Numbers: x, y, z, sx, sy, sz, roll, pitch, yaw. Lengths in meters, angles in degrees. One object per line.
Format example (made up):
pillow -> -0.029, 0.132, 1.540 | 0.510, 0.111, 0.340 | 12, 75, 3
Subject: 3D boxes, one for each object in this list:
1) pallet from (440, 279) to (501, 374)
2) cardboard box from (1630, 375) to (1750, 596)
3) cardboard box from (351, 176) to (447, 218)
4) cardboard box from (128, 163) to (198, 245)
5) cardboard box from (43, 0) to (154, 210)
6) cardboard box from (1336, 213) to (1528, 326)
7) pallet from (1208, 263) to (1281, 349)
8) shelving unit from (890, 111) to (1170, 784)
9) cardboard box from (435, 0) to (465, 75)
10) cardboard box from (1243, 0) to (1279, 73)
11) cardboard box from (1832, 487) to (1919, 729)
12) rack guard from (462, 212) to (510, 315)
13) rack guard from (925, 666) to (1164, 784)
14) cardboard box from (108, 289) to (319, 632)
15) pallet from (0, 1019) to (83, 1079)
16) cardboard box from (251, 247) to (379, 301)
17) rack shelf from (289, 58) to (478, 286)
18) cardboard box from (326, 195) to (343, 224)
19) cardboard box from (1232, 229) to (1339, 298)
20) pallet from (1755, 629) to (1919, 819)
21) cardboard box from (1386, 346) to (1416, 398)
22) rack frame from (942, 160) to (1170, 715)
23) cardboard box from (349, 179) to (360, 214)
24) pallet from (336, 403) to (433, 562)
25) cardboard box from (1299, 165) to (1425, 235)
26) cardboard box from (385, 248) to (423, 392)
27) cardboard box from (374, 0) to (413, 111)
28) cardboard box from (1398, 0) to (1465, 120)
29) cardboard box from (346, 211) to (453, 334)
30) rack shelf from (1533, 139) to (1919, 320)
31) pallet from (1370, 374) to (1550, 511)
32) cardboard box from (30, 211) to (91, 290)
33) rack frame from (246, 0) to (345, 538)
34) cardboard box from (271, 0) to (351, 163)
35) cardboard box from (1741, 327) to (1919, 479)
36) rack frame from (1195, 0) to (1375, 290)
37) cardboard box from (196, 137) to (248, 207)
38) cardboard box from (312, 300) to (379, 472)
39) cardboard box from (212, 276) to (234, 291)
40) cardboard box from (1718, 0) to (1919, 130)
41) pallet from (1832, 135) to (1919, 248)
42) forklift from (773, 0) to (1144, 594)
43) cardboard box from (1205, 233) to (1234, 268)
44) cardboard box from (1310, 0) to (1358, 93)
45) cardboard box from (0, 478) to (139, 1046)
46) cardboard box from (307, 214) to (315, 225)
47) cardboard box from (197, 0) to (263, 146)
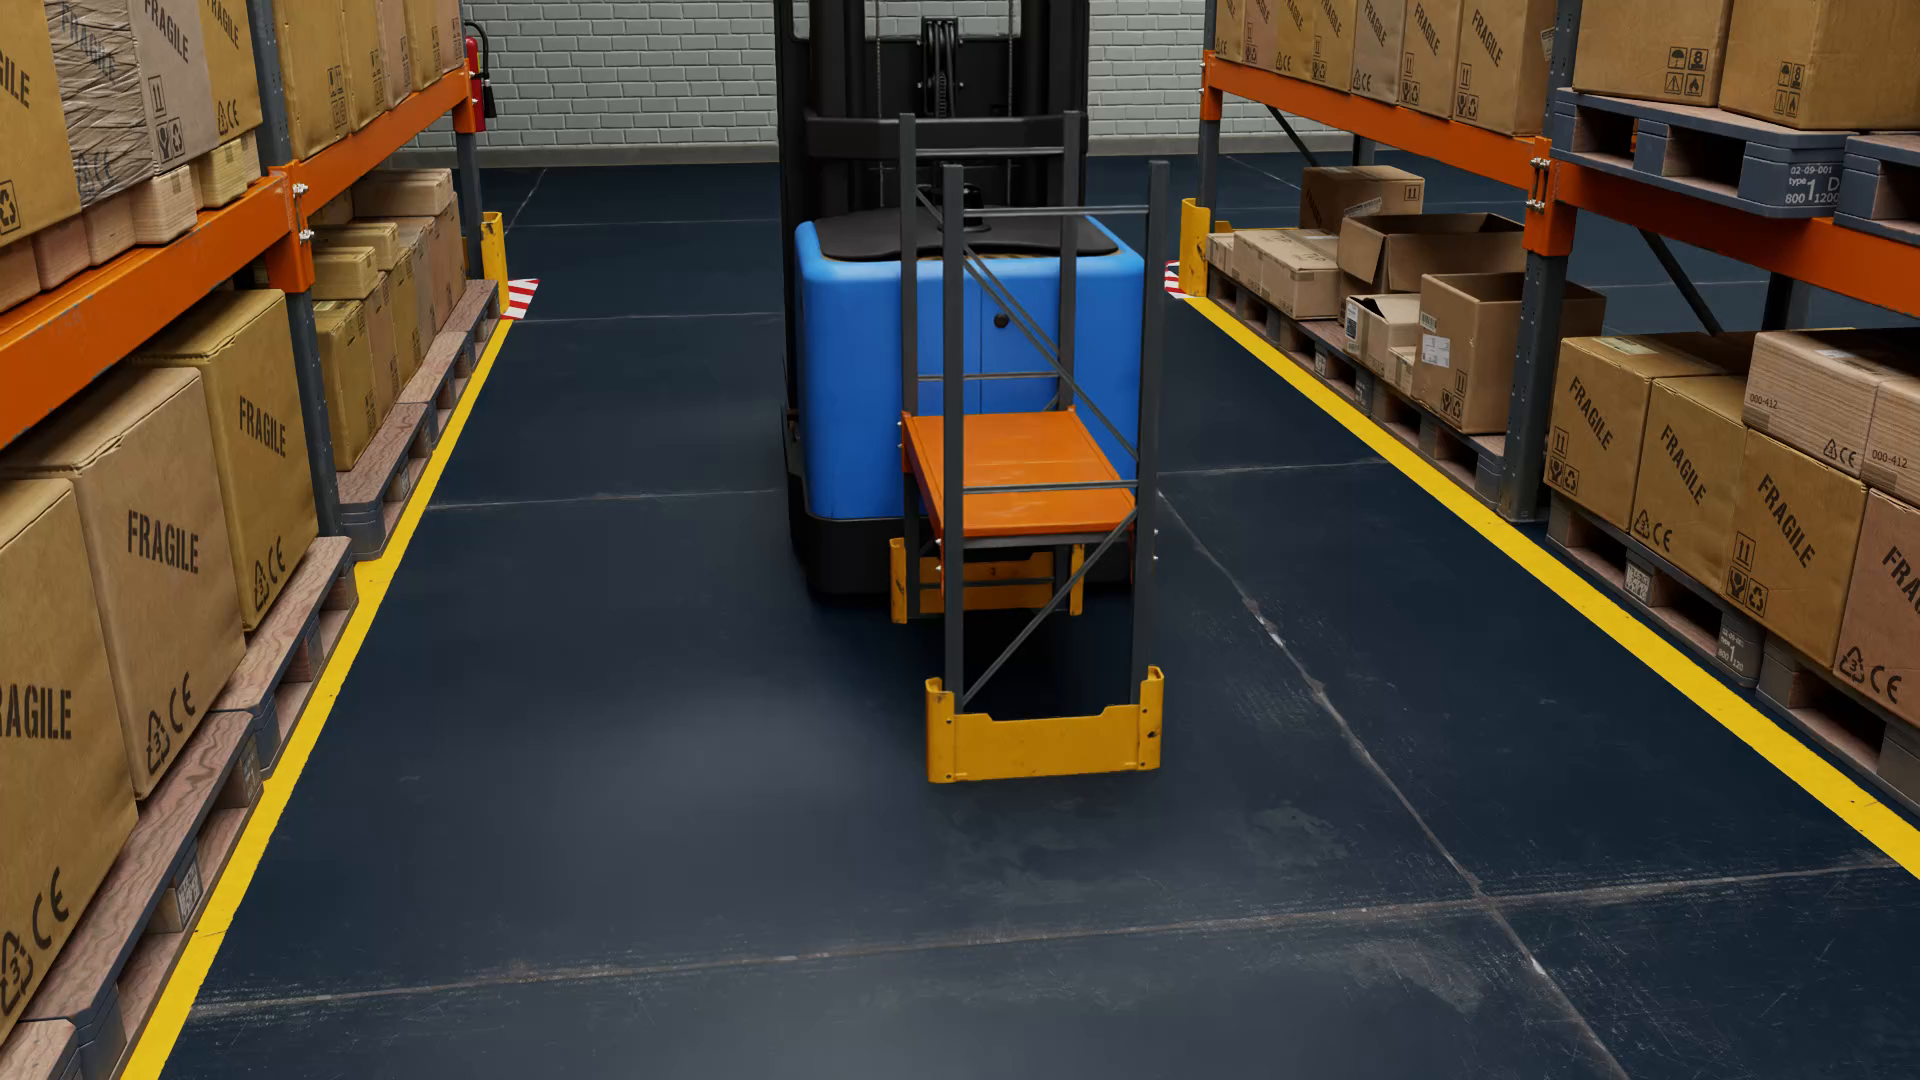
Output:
pallet -> -2.861, -1.057, 8.244 | 1.003, 0.211, 1.213 | -3, 21, -8
cardboard box -> 2.341, -0.173, 4.837 | 0.500, 0.500, 0.500 | -3, 21, -7
cardboard box -> -2.617, -1.605, 7.770 | 0.380, 0.149, 0.250 | -2, 21, -6
cardboard box -> -1.999, -0.773, 3.830 | 0.380, 0.149, 0.250 | -3, 21, -8
cardboard box -> -2.013, -0.949, 3.373 | 0.500, 0.500, 0.500 | -3, 21, -8
cardboard box -> 2.149, -1.189, 7.552 | 0.797, 0.503, 0.637 | -3, 21, -8
pallet -> 1.975, -1.278, 8.838 | 1.003, 0.211, 1.213 | -3, 21, -8
shelving unit -> 0.146, -0.300, 4.376 | 0.587, 1.500, 1.083 | -3, 21, -7
cardboard box -> -2.970, -2.600, 7.963 | 0.980, 0.700, 0.700 | -2, 21, -5
cardboard box -> 1.731, -2.589, 8.217 | 0.500, 0.500, 0.500 | -3, 21, -8
cardboard box -> 2.478, 0.175, 3.904 | 0.500, 0.500, 0.500 | -4, 21, -10
rack guard -> -3.057, -1.473, 8.946 | 1.175, 0.500, 0.348 | -3, 21, -8
rack guard -> 0.209, 0.458, 4.132 | 0.587, 0.250, 0.087 | -3, 21, -7
cardboard box -> -2.254, -0.222, 4.496 | 0.750, 0.750, 0.750 | -3, 21, -7
pallet -> -1.939, 1.163, 2.299 | 1.003, 0.211, 1.213 | -3, 21, -8
cardboard box -> -2.352, -0.973, 6.078 | 0.380, 0.149, 0.250 | -2, 21, -6
rack shelf -> -2.765, -1.606, 6.758 | 1.077, 0.370, 4.000 | -3, 21, -8
cardboard box -> -2.922, -1.411, 7.253 | 0.380, 0.149, 0.250 | -3, 21, -7
cardboard box -> 1.718, -1.429, 8.557 | 0.500, 0.250, 0.500 | -3, 21, -8
pallet -> 2.759, 0.507, 4.057 | 1.003, 0.211, 1.213 | -3, 21, -8
cardboard box -> 1.949, -0.683, 6.702 | 0.380, 0.149, 0.250 | -3, 21, -8
rack frame -> 0.211, -0.120, 3.895 | 0.500, 1.500, 0.032 | -3, 21, -7
cardboard box -> -2.995, -1.586, 7.721 | 0.380, 0.149, 0.250 | -3, 21, -8
pallet -> -2.509, -0.212, 5.982 | 1.003, 0.211, 1.213 | -3, 21, -8
cardboard box -> 2.170, -1.746, 9.049 | 0.500, 0.500, 0.500 | -3, 21, -8
cardboard box -> -2.624, -0.893, 6.792 | 0.700, 0.500, 0.500 | -2, 21, -6
cardboard box -> -2.753, -2.085, 6.582 | 0.980, 0.700, 0.700 | -4, 21, -10
cardboard box -> 2.023, -1.888, 6.340 | 0.500, 0.500, 0.500 | -2, 21, -6
cardboard box -> -2.781, -1.251, 7.751 | 0.700, 0.500, 0.500 | -3, 21, -8
rack shelf -> 2.713, -0.473, 3.723 | 1.077, 0.370, 4.000 | -3, 21, -8
pallet -> 2.327, -0.434, 6.576 | 1.003, 0.211, 1.213 | -3, 21, -8
cardboard box -> -2.008, -0.598, 3.360 | 0.380, 0.149, 0.250 | -3, 21, -9
rack frame -> -2.477, -1.251, 4.779 | 1.000, 3.000, 0.127 | -3, 21, -8
cardboard box -> -2.539, -1.580, 5.231 | 0.980, 0.700, 0.700 | -3, 21, -7
cardboard box -> 2.398, -0.363, 4.272 | 0.500, 0.250, 0.500 | -3, 21, -8
rack frame -> 1.848, -2.887, 9.159 | 1.000, 3.000, 0.127 | -3, 21, -8
cardboard box -> -2.088, -0.954, 4.313 | 0.380, 0.149, 0.250 | -3, 21, -7
cardboard box -> -2.483, -0.541, 5.850 | 0.700, 0.500, 0.500 | -3, 21, -7
cardboard box -> -2.659, -0.785, 5.575 | 0.380, 0.149, 0.250 | -3, 21, -8
cardboard box -> 2.434, -1.336, 4.262 | 0.700, 0.500, 0.500 | 0, 20, 1
pallet -> 2.716, -0.700, 3.579 | 1.003, 0.211, 1.213 | -3, 21, -8
forklift -> -0.128, -1.684, 6.035 | 1.130, 2.935, 3.031 | -3, 21, -7
cardboard box -> 1.568, -1.595, 9.146 | 0.380, 0.149, 0.250 | -3, 21, -8
cardboard box -> 1.871, -2.242, 7.288 | 0.500, 0.500, 0.500 | -3, 21, -7
cardboard box -> -1.996, 0.379, 2.886 | 0.750, 0.750, 0.750 | -3, 21, -8
cardboard box -> -2.849, -1.235, 6.781 | 0.380, 0.149, 0.250 | -3, 21, -9
cardboard box -> -2.161, -1.299, 4.312 | 0.500, 0.500, 0.500 | -3, 21, -9
